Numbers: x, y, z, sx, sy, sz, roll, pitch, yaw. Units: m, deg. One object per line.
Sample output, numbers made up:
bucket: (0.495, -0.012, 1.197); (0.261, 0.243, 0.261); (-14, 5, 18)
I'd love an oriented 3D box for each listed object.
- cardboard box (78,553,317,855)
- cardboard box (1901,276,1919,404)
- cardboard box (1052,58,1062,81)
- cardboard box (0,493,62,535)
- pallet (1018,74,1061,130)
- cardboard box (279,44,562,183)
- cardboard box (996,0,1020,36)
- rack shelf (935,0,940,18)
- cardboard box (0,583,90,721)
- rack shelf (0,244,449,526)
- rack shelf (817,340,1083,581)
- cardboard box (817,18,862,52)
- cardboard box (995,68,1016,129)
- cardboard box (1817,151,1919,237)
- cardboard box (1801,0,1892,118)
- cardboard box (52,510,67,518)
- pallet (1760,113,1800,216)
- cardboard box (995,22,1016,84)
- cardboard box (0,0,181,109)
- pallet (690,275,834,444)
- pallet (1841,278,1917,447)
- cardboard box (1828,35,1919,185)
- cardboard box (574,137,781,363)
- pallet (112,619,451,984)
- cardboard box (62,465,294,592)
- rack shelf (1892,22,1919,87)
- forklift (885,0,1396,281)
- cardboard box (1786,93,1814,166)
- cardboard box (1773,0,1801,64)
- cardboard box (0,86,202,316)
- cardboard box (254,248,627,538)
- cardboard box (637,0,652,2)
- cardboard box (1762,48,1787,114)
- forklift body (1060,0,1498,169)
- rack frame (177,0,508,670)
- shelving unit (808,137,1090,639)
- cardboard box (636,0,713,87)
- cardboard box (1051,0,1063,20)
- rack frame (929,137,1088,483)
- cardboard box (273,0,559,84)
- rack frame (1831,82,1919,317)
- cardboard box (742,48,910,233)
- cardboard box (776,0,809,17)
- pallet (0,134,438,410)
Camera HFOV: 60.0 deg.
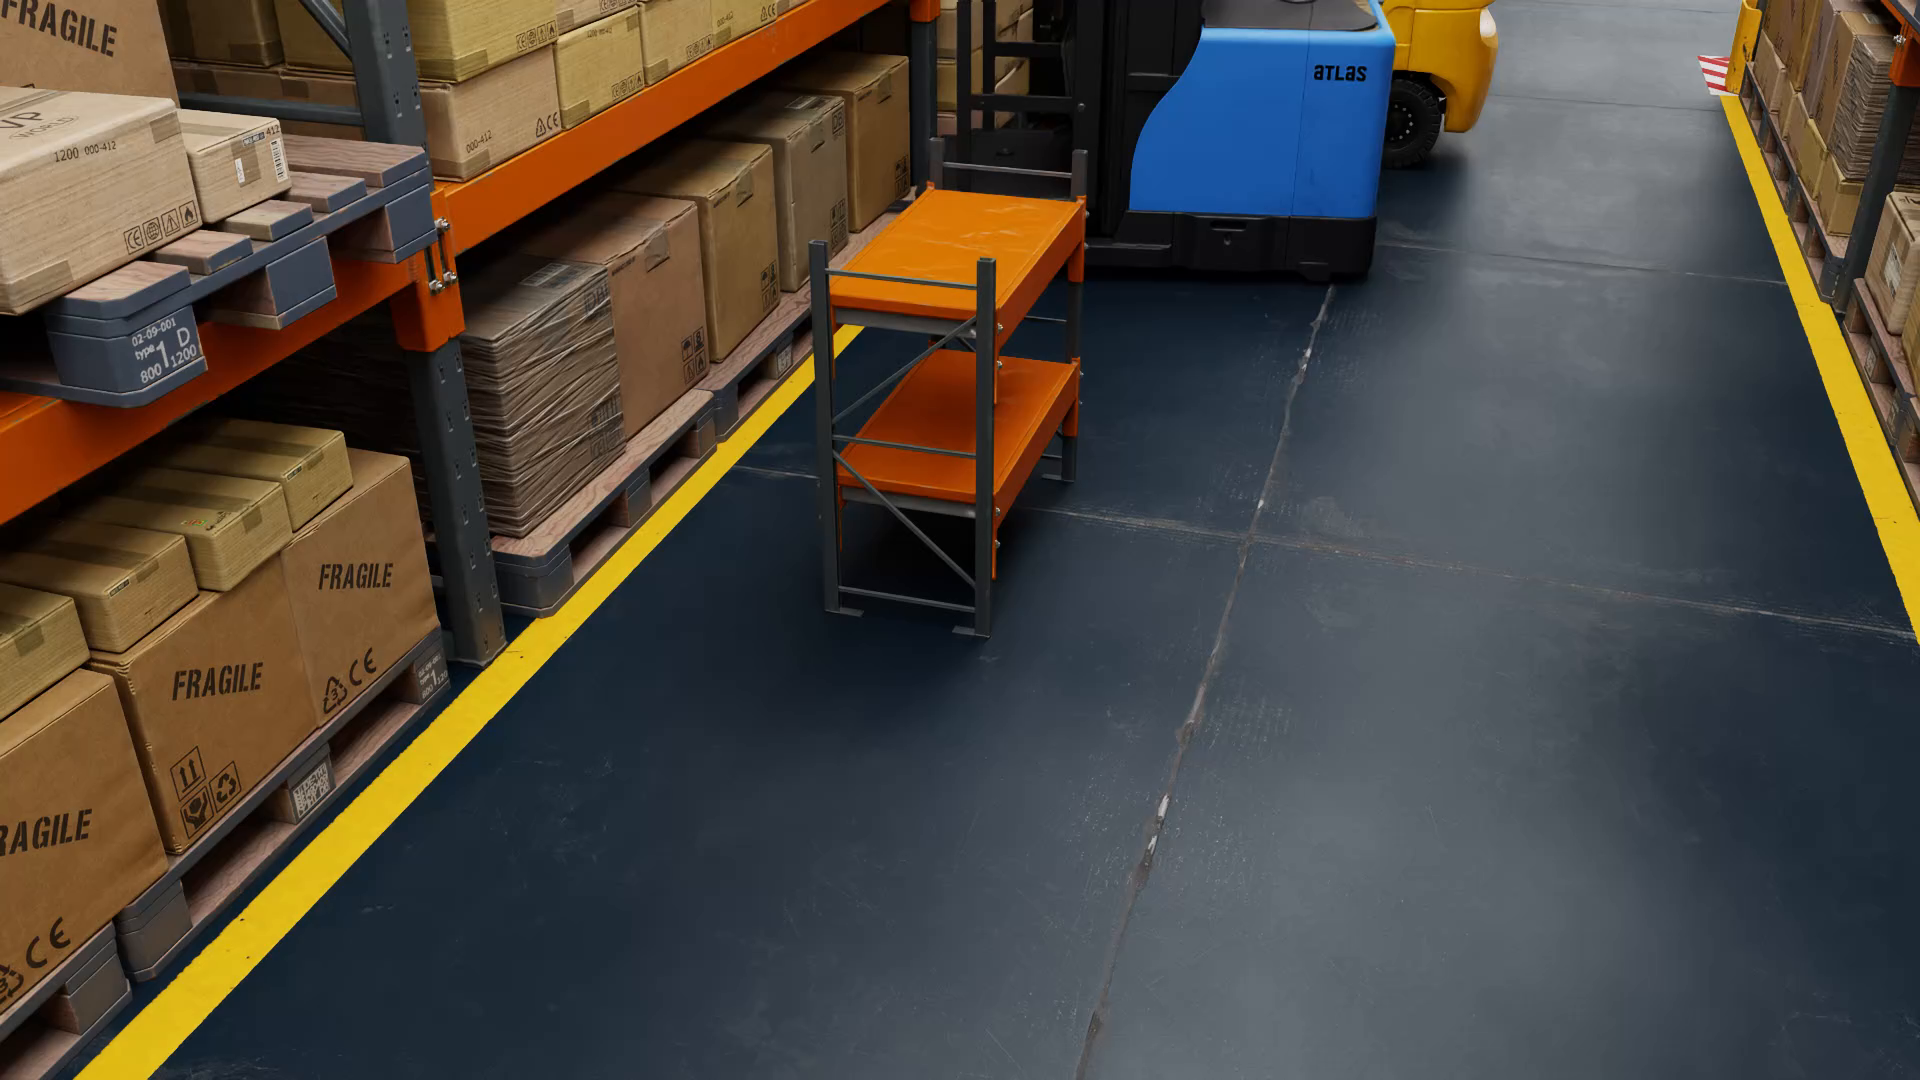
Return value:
cardboard box: (-1.851, 0.316, 3.736); (0.500, 0.500, 0.500); (8, 30, 14)
cardboard box: (3.786, -0.660, 5.623); (0.950, 0.372, 0.625); (10, 31, 18)
cardboard box: (0.296, -2.782, 9.562); (0.500, 0.250, 0.500); (9, 30, 16)
cardboard box: (-2.330, -0.109, 3.832); (0.380, 0.149, 0.250); (9, 30, 16)
pallet: (0.029, -2.624, 9.750); (1.003, 0.211, 1.213); (8, 30, 15)
cardboard box: (-1.411, -1.157, 4.399); (0.500, 0.250, 0.500); (9, 30, 15)
cardboard box: (0.001, -2.746, 8.468); (0.500, 0.250, 0.500); (9, 30, 15)
rack shelf: (-0.014, -3.526, 9.242); (1.077, 0.370, 4.000); (8, 30, 15)
cardboard box: (-1.969, 0.203, 3.272); (0.380, 0.149, 0.250); (9, 30, 16)
rack shelf: (-2.362, 0.192, 2.559); (1.077, 0.370, 4.000); (8, 30, 15)
rack shelf: (-0.002, -0.275, 5.090); (0.538, 0.278, 1.000); (8, 30, 15)
cardboard box: (-0.642, -2.586, 8.180); (0.500, 0.250, 0.500); (9, 30, 16)
cardboard box: (-0.008, -2.308, 8.710); (0.500, 0.250, 0.500); (8, 30, 14)
cardboard box: (4.062, -1.499, 7.255); (0.500, 0.250, 0.500); (10, 31, 17)
cardboard box: (4.358, -2.301, 7.925); (0.500, 0.500, 0.500); (10, 31, 18)
cardboard box: (-2.330, 0.238, 3.875); (0.500, 0.500, 0.500); (9, 30, 15)
pallet: (4.665, -1.871, 8.397); (1.003, 0.211, 1.213); (8, 30, 15)
cardboard box: (-0.018, -2.526, 8.587); (0.500, 0.250, 0.500); (8, 30, 15)
cardboard box: (-2.076, -1.062, 3.538); (0.500, 0.500, 0.500); (10, 31, 17)
pallet: (-1.136, -0.775, 6.426); (1.003, 0.211, 1.213); (8, 30, 15)
pallet: (3.918, -0.623, 6.153); (1.003, 0.211, 1.213); (8, 30, 15)
cardboard box: (4.062, -1.827, 7.073); (0.500, 0.500, 0.500); (8, 30, 14)
cardboard box: (-1.197, -1.103, 6.158); (0.875, 0.625, 0.625); (7, 30, 13)
pallet: (-2.030, 0.509, 4.119); (1.003, 0.211, 1.213); (8, 30, 15)
cardboard box: (-1.729, -0.029, 3.689); (0.380, 0.149, 0.250); (7, 30, 12)
rack shelf: (3.558, -0.960, 4.630); (1.077, 0.370, 4.000); (8, 30, 15)
forklift: (0.341, -2.705, 7.098); (3.031, 2.935, 1.130); (3, 29, 6)
cardboard box: (4.362, -1.983, 8.126); (0.500, 0.250, 0.500); (9, 30, 16)
cardboard box: (4.662, -2.782, 8.791); (0.500, 0.500, 0.500); (7, 30, 13)
cardboard box: (-1.775, -0.633, 3.025); (0.500, 0.250, 0.500); (7, 30, 13)
cardboard box: (-1.579, -0.485, 5.047); (0.875, 0.625, 0.625); (9, 30, 16)
cardboard box: (-1.092, -1.849, 5.128); (0.500, 0.250, 0.500); (8, 30, 14)
cardboard box: (4.661, -2.473, 9.007); (0.500, 0.250, 0.500); (10, 30, 17)
forklift body: (1.760, -3.257, 8.892); (2.313, 2.155, 1.214); (8, 30, 15)
rack frame: (-1.775, -1.052, 4.055); (1.000, 3.000, 0.127); (8, 30, 15)
shelving unit: (-0.002, -0.488, 4.971); (0.538, 1.125, 1.048); (8, 30, 15)
cardboard box: (-1.114, -1.631, 5.250); (0.500, 0.250, 0.500); (8, 30, 13)
cardboard box: (0.290, -2.992, 9.426); (0.500, 0.250, 0.500); (8, 30, 15)
rack frame: (0.147, -0.725, 5.396); (0.500, 1.125, 0.032); (8, 30, 15)
cardboard box: (-1.388, -1.372, 4.271); (0.500, 0.250, 0.500); (8, 30, 15)
rack frame: (4.145, -2.204, 6.126); (1.000, 3.000, 0.127); (8, 30, 15)
cardboard box: (-0.744, -1.812, 7.433); (0.875, 0.625, 0.625); (10, 31, 17)
cardboard box: (-0.816, -2.113, 6.116); (0.500, 0.250, 0.500); (9, 30, 15)
pallet: (-1.907, -0.643, 3.517); (1.213, 0.211, 1.003); (8, 30, 15)
